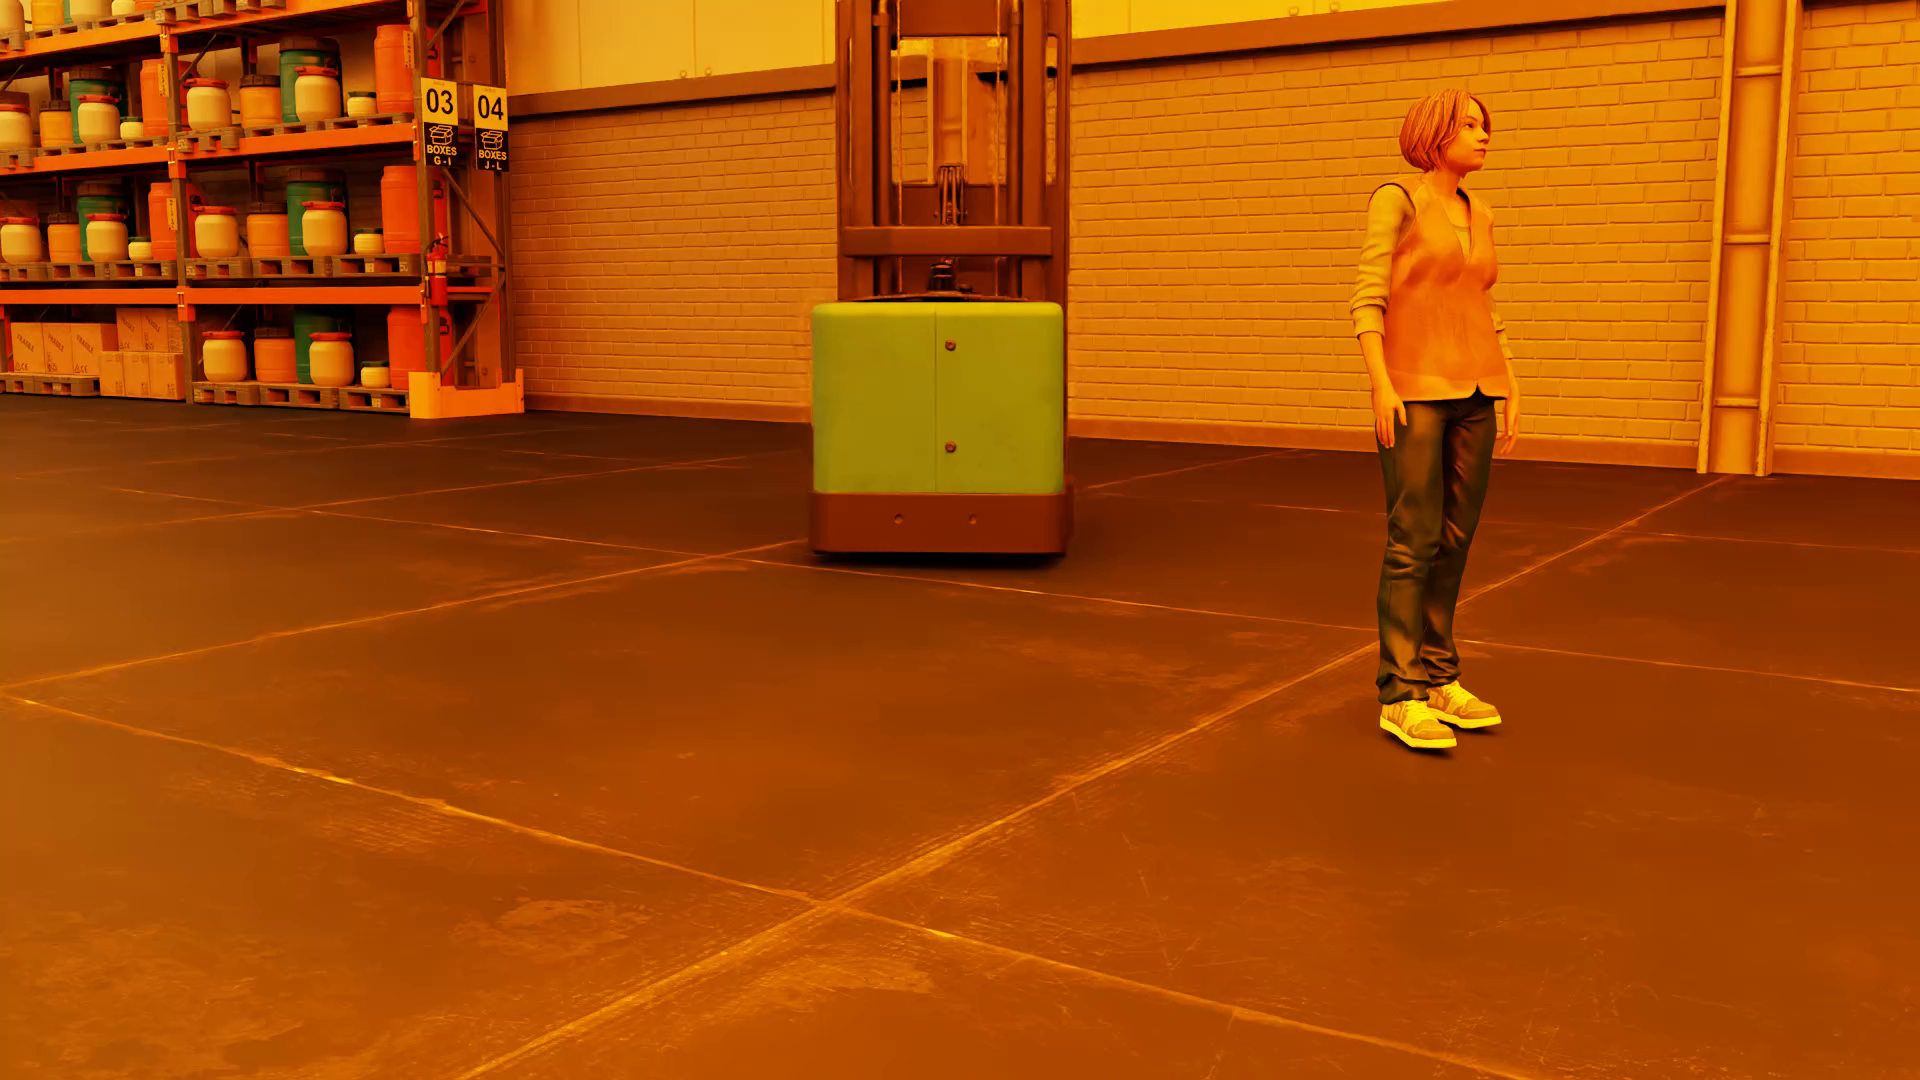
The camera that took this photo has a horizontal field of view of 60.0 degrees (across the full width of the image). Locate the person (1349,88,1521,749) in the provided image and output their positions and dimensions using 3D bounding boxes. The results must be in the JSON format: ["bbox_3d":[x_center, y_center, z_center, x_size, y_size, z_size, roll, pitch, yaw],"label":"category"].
[{"bbox_3d":[1.236,-0.320,4.143,0.520,1.593,0.475,-5,9,-30],"label":"person"}]

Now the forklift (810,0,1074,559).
[{"bbox_3d":[-0.020,-1.541,8.031,1.130,2.935,3.031,0,8,3],"label":"forklift"}]
